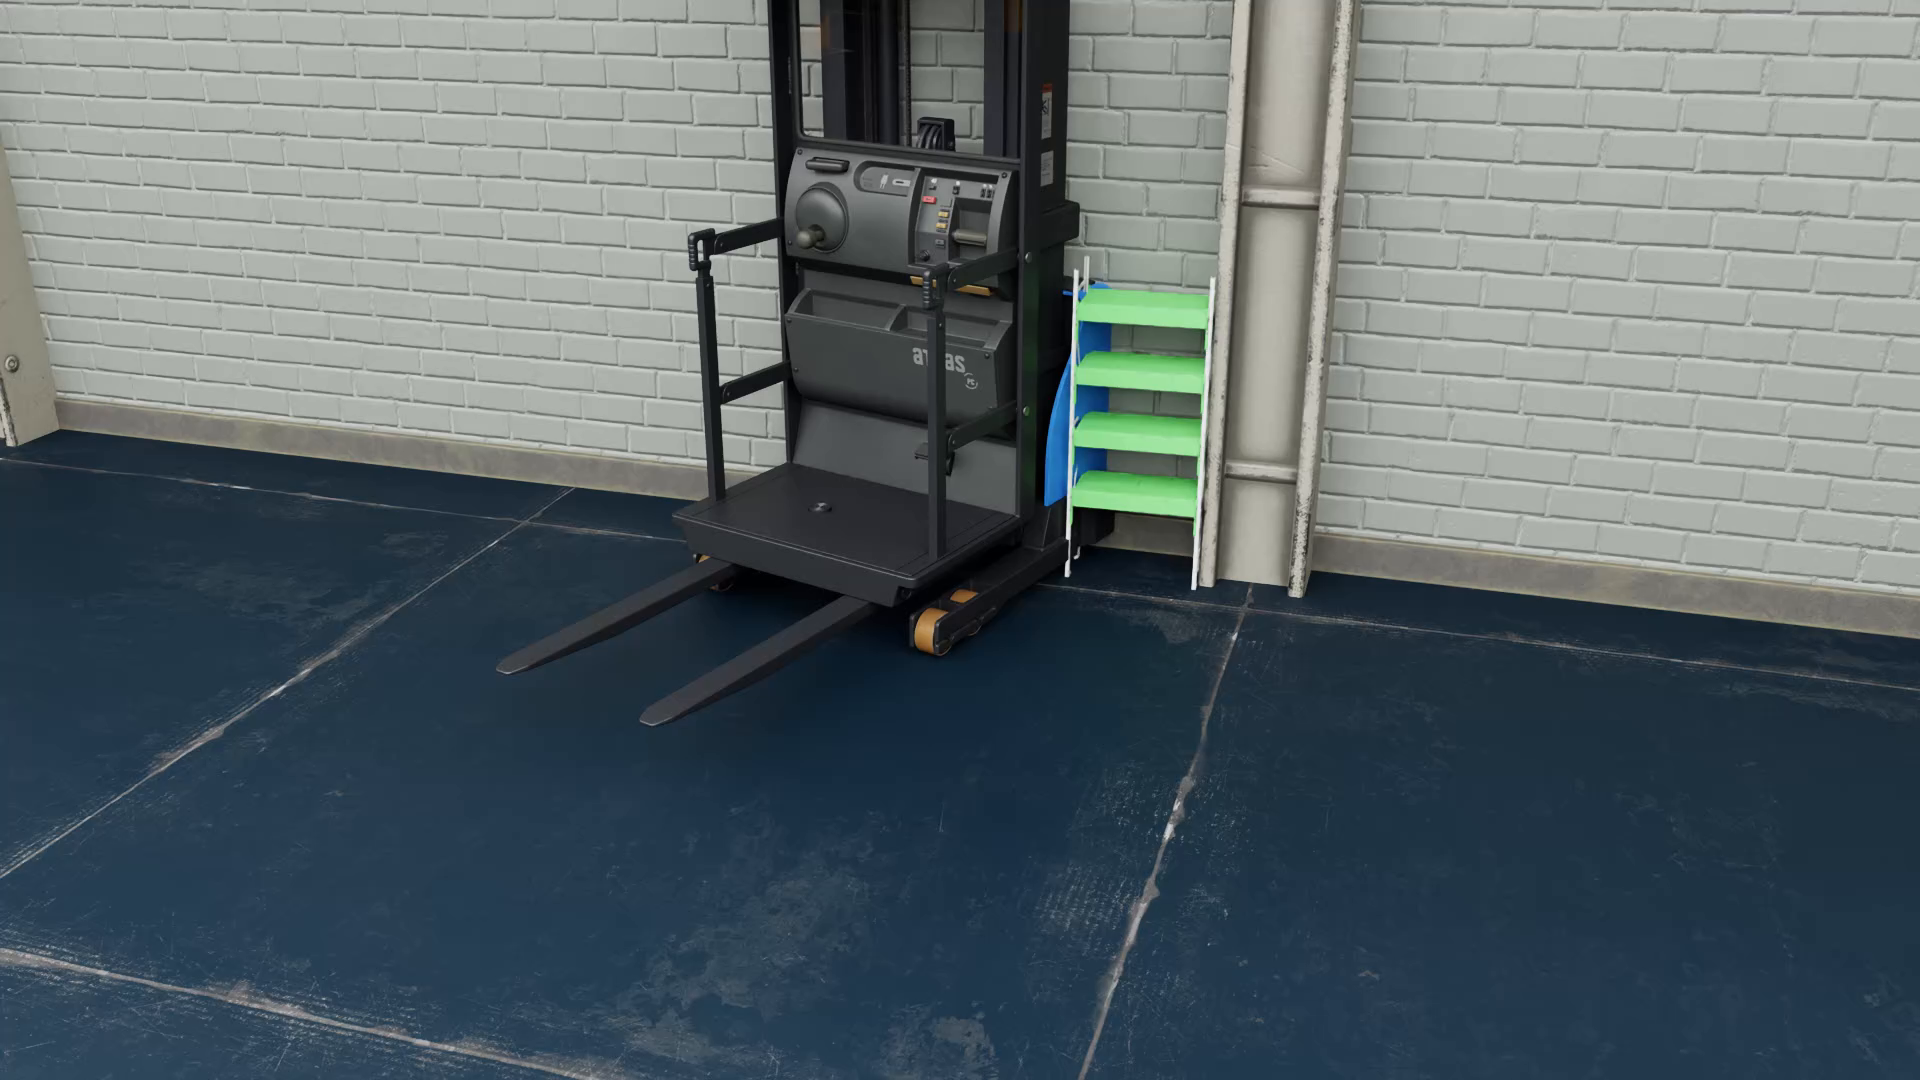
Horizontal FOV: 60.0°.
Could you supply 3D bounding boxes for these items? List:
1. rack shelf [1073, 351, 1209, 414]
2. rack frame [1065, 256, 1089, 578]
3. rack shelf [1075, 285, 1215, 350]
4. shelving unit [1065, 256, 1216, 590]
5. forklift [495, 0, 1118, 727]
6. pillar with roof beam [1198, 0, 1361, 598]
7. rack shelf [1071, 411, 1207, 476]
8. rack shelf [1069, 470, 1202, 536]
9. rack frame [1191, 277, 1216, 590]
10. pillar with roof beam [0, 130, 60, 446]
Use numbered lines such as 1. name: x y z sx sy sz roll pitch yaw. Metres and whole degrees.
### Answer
1. rack shelf: 0.680 -0.594 6.172 0.480 0.148 0.258 6 23 13
2. rack frame: 0.442 -0.454 6.292 0.015 1.200 0.240 6 23 13
3. rack shelf: 0.681 -0.817 6.081 0.480 0.148 0.258 6 23 13
4. shelving unit: 0.679 -0.431 6.238 0.503 1.200 0.258 6 23 13
5. forklift: -0.346 -1.156 5.727 1.130 2.935 3.031 14 26 31
6. pillar with roof beam: -0.101 -2.460 0.910 0.400 9.000 9.100 7 23 16
7. rack shelf: 0.679 -0.372 6.263 0.480 0.148 0.258 6 23 13
8. rack shelf: 0.678 -0.150 6.353 0.480 0.148 0.258 6 23 13
9. rack frame: 0.916 -0.408 6.184 0.015 1.200 0.240 6 23 13
10. pillar with roof beam: -5.845 -3.118 2.513 0.400 9.000 9.100 7 23 16
